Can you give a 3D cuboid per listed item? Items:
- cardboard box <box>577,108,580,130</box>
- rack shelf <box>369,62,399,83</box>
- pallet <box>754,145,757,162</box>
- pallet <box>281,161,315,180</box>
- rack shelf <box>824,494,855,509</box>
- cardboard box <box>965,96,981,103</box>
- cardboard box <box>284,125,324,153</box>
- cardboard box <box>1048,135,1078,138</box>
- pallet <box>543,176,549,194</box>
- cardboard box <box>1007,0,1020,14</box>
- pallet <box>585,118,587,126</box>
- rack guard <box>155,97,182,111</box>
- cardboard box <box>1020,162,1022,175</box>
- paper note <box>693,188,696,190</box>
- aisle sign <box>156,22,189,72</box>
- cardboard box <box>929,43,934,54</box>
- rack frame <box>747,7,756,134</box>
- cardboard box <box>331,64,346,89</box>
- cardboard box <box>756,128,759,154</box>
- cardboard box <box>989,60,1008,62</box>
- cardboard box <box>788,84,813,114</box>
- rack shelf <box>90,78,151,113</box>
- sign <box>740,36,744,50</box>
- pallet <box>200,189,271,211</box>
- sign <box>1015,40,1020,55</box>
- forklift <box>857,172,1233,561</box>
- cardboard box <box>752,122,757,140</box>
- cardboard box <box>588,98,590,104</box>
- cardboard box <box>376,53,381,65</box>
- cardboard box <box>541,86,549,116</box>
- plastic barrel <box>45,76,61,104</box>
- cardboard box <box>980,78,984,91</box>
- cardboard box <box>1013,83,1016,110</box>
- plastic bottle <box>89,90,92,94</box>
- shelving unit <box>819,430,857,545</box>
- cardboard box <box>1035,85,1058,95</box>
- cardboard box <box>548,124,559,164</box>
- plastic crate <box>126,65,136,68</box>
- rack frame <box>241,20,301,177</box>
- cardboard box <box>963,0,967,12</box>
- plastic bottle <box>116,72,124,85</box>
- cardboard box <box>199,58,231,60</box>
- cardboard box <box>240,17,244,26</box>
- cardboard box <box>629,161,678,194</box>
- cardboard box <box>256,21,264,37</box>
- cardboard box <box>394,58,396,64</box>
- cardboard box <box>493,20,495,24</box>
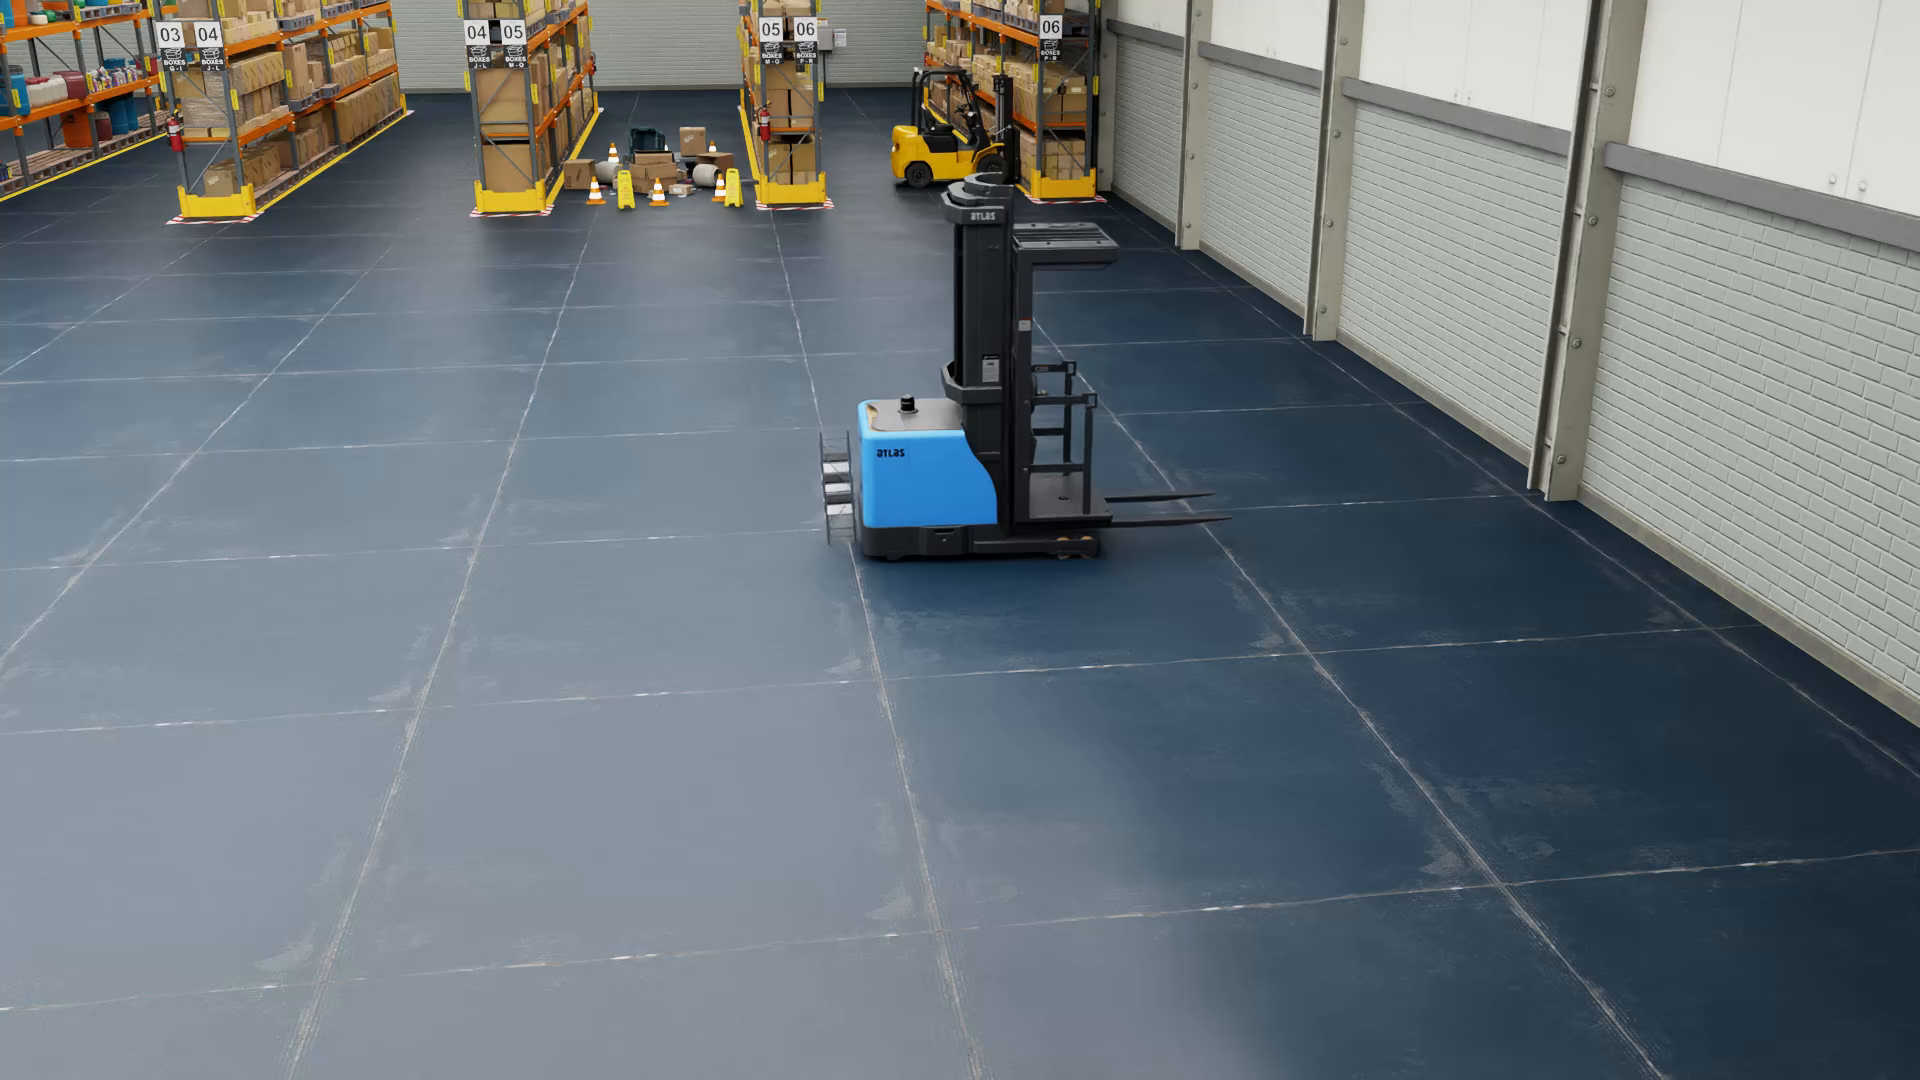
[{"bbox_3d":[-9.124,-9.813,38.674,0.500,0.500,0.500,-3,21,-9],"label":"cardboard box"},{"bbox_3d":[-14.834,-11.526,41.317,1.077,0.370,4.000,-3,21,-8],"label":"rack shelf"},{"bbox_3d":[-3.879,-8.287,35.603,1.003,0.211,1.213,-3,21,-8],"label":"pallet"},{"bbox_3d":[-13.506,-7.364,33.131,1.003,0.211,1.213,-3,21,-8],"label":"pallet"},{"bbox_3d":[-0.985,-0.309,13.589,0.258,0.077,0.200,-4,21,-3],"label":"rack shelf"},{"bbox_3d":[0.333,-10.391,39.296,0.380,0.149,0.250,-3,21,-9],"label":"cardboard box"},{"bbox_3d":[-13.760,-8.398,34.859,0.700,0.500,0.500,-5,21,-12],"label":"cardboard box"},{"bbox_3d":[1.944,-7.493,31.392,0.500,0.250,0.500,-3,21,-8],"label":"cardboard box"},{"bbox_3d":[-8.258,-6.619,31.137,1.003,0.211,1.213,-3,21,-8],"label":"pallet"},{"bbox_3d":[1.204,-10.459,32.529,0.500,0.311,0.500,-2,21,-7],"label":"cardboard box"},{"bbox_3d":[-9.755,-10.310,41.019,1.003,0.211,1.213,-3,21,-8],"label":"pallet"},{"bbox_3d":[-20.040,-11.142,42.835,1.175,0.500,0.348,-3,21,-8],"label":"rack guard"},{"bbox_3d":[1.396,-7.169,31.953,0.500,0.250,0.500,-3,21,-7],"label":"cardboard box"},{"bbox_3d":[-5.089,-6.648,31.488,0.148,0.019,0.142,4,21,11],"label":"paper note"},{"bbox_3d":[-13.104,-8.197,27.661,0.394,0.787,0.004,-3,21,-8],"label":"aisle sign"},{"bbox_3d":[-0.533,-13.031,44.107,0.500,0.250,0.500,-3,21,-7],"label":"cardboard box"},{"bbox_3d":[-4.163,-10.286,36.968,1.000,3.000,0.127,-3,21,-8],"label":"rack frame"},{"bbox_3d":[-13.847,-10.193,36.577,0.500,0.500,0.500,-3,21,-9],"label":"cardboard box"},{"bbox_3d":[-3.768,-7.943,32.953,0.500,0.500,0.500,-2,21,-5],"label":"cardboard box"},{"bbox_3d":[0.833,-10.231,35.752,0.380,0.149,0.250,-3,21,-8],"label":"cardboard box"},{"bbox_3d":[-2.881,-8.059,30.438,0.500,0.500,0.500,-2,21,-6],"label":"cardboard box"},{"bbox_3d":[-19.159,-9.891,36.941,1.077,0.370,4.000,-3,21,-8],"label":"rack shelf"},{"bbox_3d":[-5.288,-12.085,40.434,0.100,0.325,0.005,-3,21,-8],"label":"sign"},{"bbox_3d":[-12.909,-6.019,29.530,1.003,0.211,1.213,-3,21,-8],"label":"pallet"},{"bbox_3d":[1.297,-11.109,37.517,0.100,0.325,0.005,-3,21,-8],"label":"sign"},{"bbox_3d":[0.692,-1.409,13.299,3.031,2.935,1.130,-2,21,-5],"label":"forklift"},{"bbox_3d":[-4.091,-9.055,36.829,0.950,0.372,0.625,-4,21,-11],"label":"cardboard box"},{"bbox_3d":[-9.677,-11.244,42.584,0.380,0.149,0.250,-3,21,-7],"label":"cardboard box"},{"bbox_3d":[-14.501,-11.767,40.724,0.500,0.250,0.500,-2,21,-6],"label":"cardboard box"},{"bbox_3d":[-8.303,-8.370,31.624,0.875,0.550,0.550,-3,21,-8],"label":"cardboard box"},{"bbox_3d":[-18.450,-9.097,33.626,0.421,0.512,0.421,0,20,0],"label":"plastic barrel"},{"bbox_3d":[0.720,-9.949,36.280,0.500,0.250,0.500,-4,21,-10],"label":"cardboard box"},{"bbox_3d":[1.296,-8.678,32.519,0.500,0.500,0.500,-3,21,-8],"label":"cardboard box"},{"bbox_3d":[-18.613,-9.644,35.427,0.152,0.276,0.135,-3,21,-8],"label":"plastic bottle"},{"bbox_3d":[-0.991,-0.424,13.546,0.258,0.900,0.210,-4,21,-3],"label":"shelving unit"},{"bbox_3d":[1.575,-8.224,30.378,0.380,0.149,0.250,-3,21,-7],"label":"cardboard box"},{"bbox_3d":[-8.648,-7.969,33.381,1.050,0.750,0.750,-3,21,-8],"label":"cardboard box"},{"bbox_3d":[-19.995,-11.413,40.278,0.293,0.136,0.466,-3,21,-8],"label":"plastic crate"},{"bbox_3d":[-13.393,-8.401,31.921,1.000,3.000,0.127,-3,21,-8],"label":"rack frame"},{"bbox_3d":[0.361,-12.212,38.052,0.500,0.250,0.500,-3,21,-8],"label":"cardboard box"},{"bbox_3d":[-18.926,-10.395,37.438,0.152,0.276,0.135,-3,21,-8],"label":"plastic bottle"},{"bbox_3d":[-13.351,-8.368,29.837,0.500,0.500,0.500,-3,21,-8],"label":"cardboard box"},{"bbox_3d":[-12.781,-9.097,29.142,0.380,0.149,0.250,-4,21,-10],"label":"cardboard box"},{"bbox_3d":[-5.768,-6.827,31.275,0.637,0.503,0.797,17,27,39],"label":"cardboard box"},{"bbox_3d":[-12.925,-9.234,30.078,0.500,0.250,0.500,-3,21,-8],"label":"cardboard box"},{"bbox_3d":[-14.745,-12.331,42.804,0.380,0.149,0.250,-3,21,-7],"label":"cardboard box"},{"bbox_3d":[-8.386,-9.124,29.186,0.380,0.149,0.250,-3,21,-7],"label":"cardboard box"}]
